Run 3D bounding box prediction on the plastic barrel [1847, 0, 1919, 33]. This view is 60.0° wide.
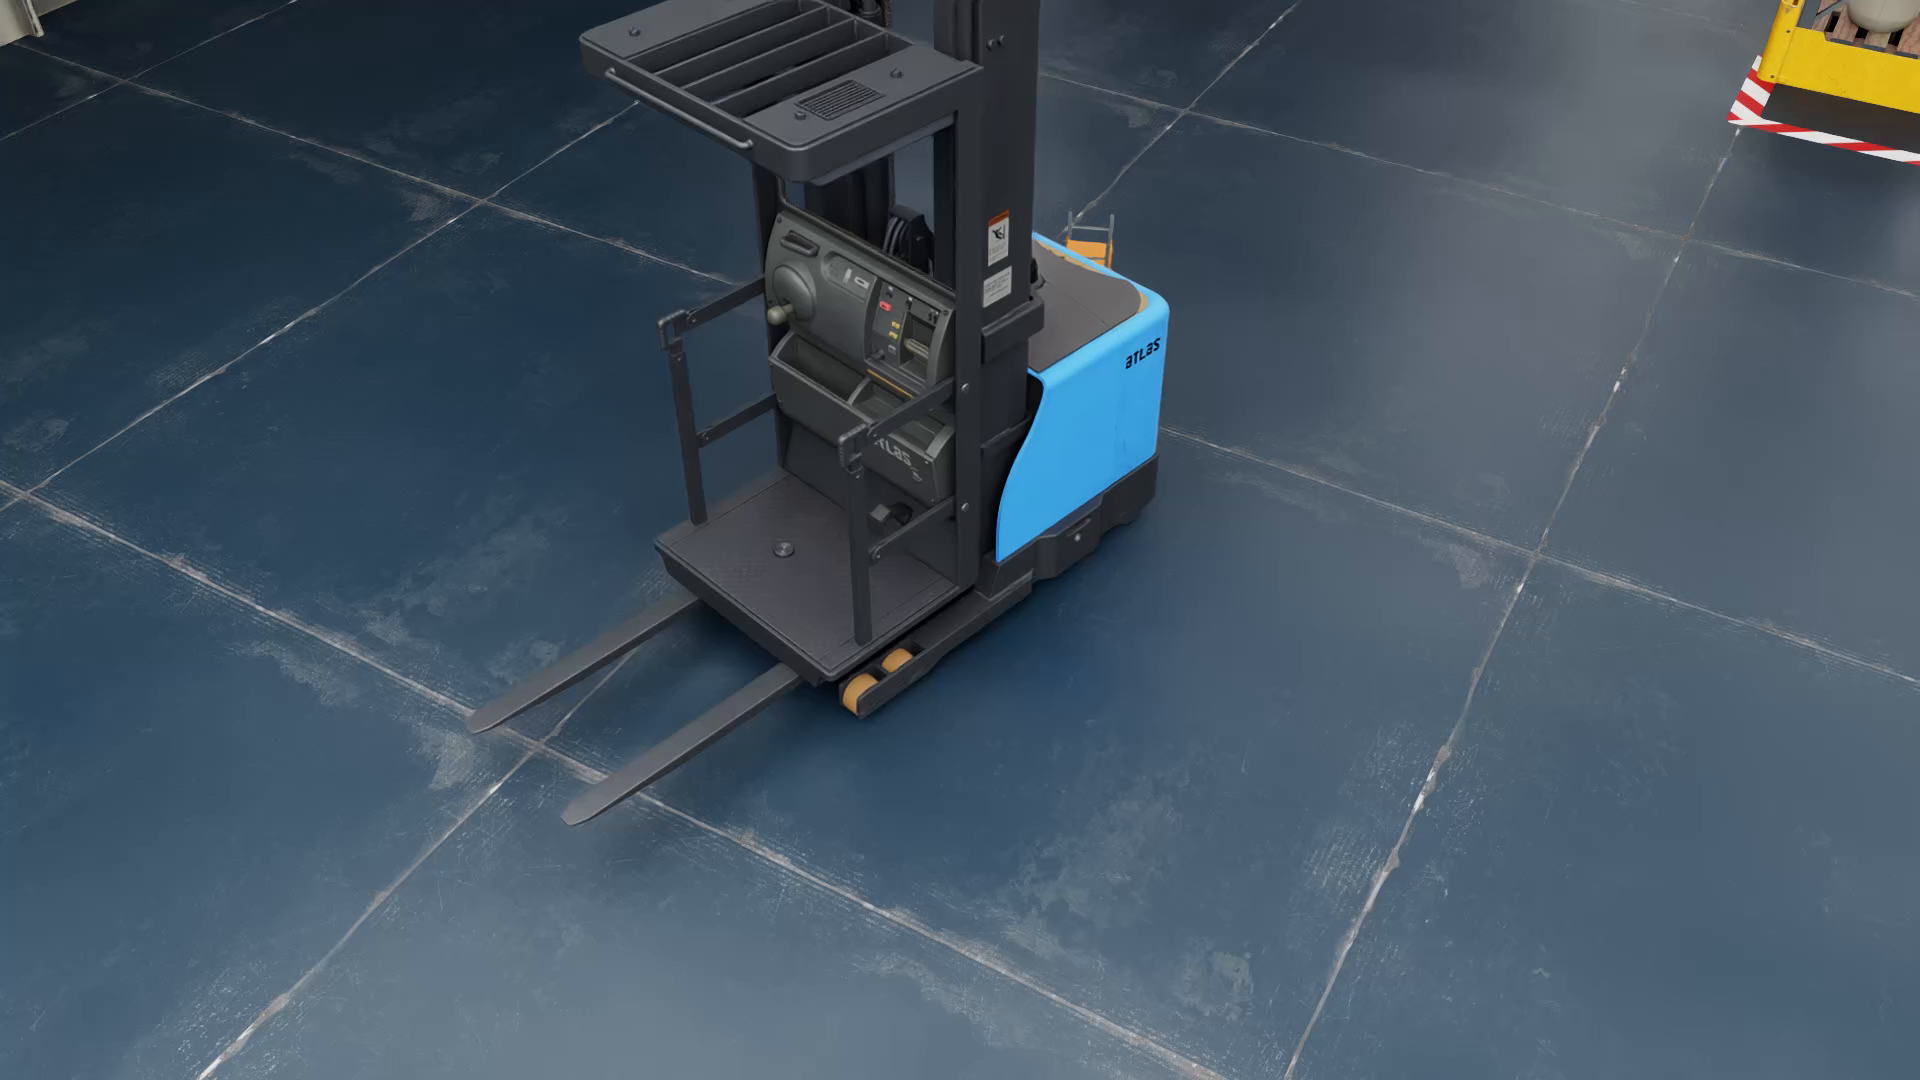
[{"bbox_3d":[5.914,-3.531,10.555,0.421,0.512,0.421,0,41,0],"label":"plastic barrel"}]

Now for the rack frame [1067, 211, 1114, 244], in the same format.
[{"bbox_3d":[0.573,-1.038,7.632,0.200,1.050,0.008,5,42,6],"label":"rack frame"}]

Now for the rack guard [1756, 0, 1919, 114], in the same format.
[{"bbox_3d":[5.648,-3.026,10.308,1.175,0.500,0.348,21,45,22],"label":"rack guard"}]

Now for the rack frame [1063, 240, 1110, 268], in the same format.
[{"bbox_3d":[0.539,-0.877,7.451,0.200,1.050,0.008,5,42,6],"label":"rack frame"}]

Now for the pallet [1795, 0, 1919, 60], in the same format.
[{"bbox_3d":[6.059,-3.381,10.929,1.003,0.211,1.213,21,45,22],"label":"pallet"}]

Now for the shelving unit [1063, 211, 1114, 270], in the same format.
[{"bbox_3d":[0.556,-0.958,7.542,0.215,1.050,0.252,5,42,6],"label":"shelving unit"}]

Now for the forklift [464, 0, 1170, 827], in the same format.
[{"bbox_3d":[-0.528,-0.802,5.942,1.130,2.935,3.031,33,51,32],"label":"forklift"}]

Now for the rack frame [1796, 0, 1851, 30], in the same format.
[{"bbox_3d":[5.651,-3.905,9.415,1.000,3.000,0.127,21,45,22],"label":"rack frame"}]

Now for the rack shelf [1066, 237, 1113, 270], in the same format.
[{"bbox_3d":[0.557,-1.162,7.360,0.215,0.259,0.240,5,42,6],"label":"rack shelf"}]

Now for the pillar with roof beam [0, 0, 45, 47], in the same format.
[{"bbox_3d":[-2.601,-5.263,6.417,9.100,9.000,0.400,21,45,22],"label":"pillar with roof beam"}]
